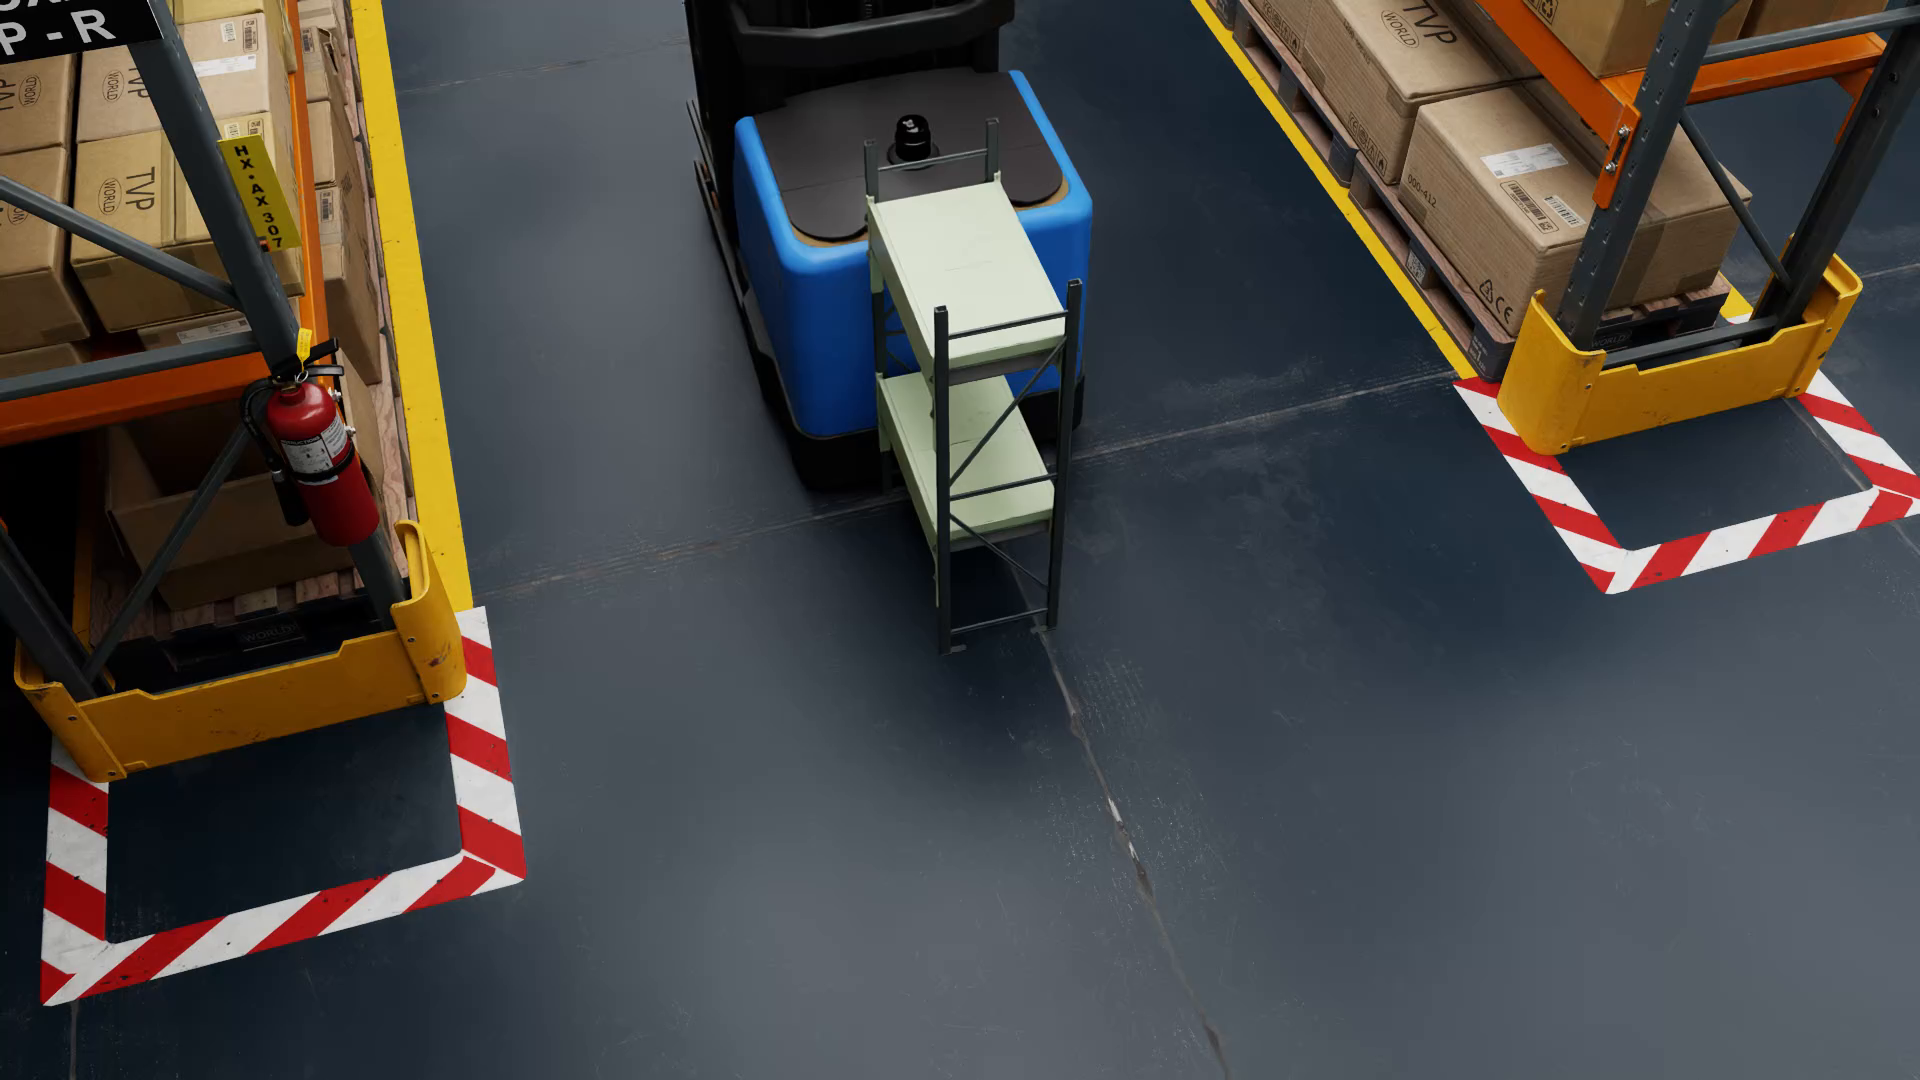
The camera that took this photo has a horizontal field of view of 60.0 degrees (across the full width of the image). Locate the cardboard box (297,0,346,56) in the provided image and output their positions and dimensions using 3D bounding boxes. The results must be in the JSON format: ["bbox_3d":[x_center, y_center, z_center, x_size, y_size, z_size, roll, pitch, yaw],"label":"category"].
[{"bbox_3d":[-2.898,-2.205,7.237,0.380,0.149,0.250,-15,51,-12],"label":"cardboard box"}]

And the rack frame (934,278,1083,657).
[{"bbox_3d":[0.126,-0.153,4.898,0.400,1.500,0.023,-13,51,-11],"label":"rack frame"}]

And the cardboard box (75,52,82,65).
[{"bbox_3d":[-2.844,-1.471,4.932,0.500,0.250,0.500,-12,51,-10],"label":"cardboard box"}]

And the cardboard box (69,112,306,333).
[{"bbox_3d":[-2.038,-0.848,4.406,0.500,0.250,0.500,-13,51,-11],"label":"cardboard box"}]

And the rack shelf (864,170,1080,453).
[{"bbox_3d":[0.022,-0.673,4.826,0.431,0.370,0.720,-13,51,-11],"label":"rack shelf"}]

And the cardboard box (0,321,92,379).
[{"bbox_3d":[-2.515,-0.508,4.381,0.380,0.149,0.250,-14,51,-11],"label":"cardboard box"}]

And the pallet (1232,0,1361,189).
[{"bbox_3d":[1.911,-2.090,7.374,1.003,0.211,1.213,-13,51,-11],"label":"pallet"}]

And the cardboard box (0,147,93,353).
[{"bbox_3d":[-2.550,-0.731,4.308,0.500,0.250,0.500,-12,51,-10],"label":"cardboard box"}]

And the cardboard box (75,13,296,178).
[{"bbox_3d":[-2.187,-1.216,4.717,0.500,0.250,0.500,-13,51,-11],"label":"cardboard box"}]

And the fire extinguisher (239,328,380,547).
[{"bbox_3d":[-1.676,-0.260,4.301,0.296,0.674,0.183,-13,51,-11],"label":"fire extinguisher"}]

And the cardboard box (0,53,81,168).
[{"bbox_3d":[-2.702,-1.108,4.626,0.500,0.250,0.500,-13,51,-11],"label":"cardboard box"}]

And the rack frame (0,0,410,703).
[{"bbox_3d":[-2.161,-0.408,4.132,1.000,3.000,0.127,-13,51,-11],"label":"rack frame"}]

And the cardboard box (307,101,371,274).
[{"bbox_3d":[-2.528,-1.247,6.200,0.500,0.500,0.500,-12,51,-10],"label":"cardboard box"}]

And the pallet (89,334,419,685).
[{"bbox_3d":[-2.420,-0.146,5.736,1.003,0.211,1.213,-13,51,-11],"label":"pallet"}]

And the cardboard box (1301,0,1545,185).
[{"bbox_3d":[2.010,-1.968,6.848,0.875,0.438,0.875,-12,51,-10],"label":"cardboard box"}]

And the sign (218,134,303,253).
[{"bbox_3d":[-1.643,-0.810,3.904,0.100,0.325,0.005,-13,51,-11],"label":"sign"}]

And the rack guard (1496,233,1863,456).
[{"bbox_3d":[2.587,-0.709,6.021,1.175,0.500,0.348,-13,51,-11],"label":"rack guard"}]

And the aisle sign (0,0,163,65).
[{"bbox_3d":[-1.860,-1.262,3.152,0.394,0.787,0.004,-13,51,-11],"label":"aisle sign"}]

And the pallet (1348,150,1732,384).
[{"bbox_3d":[2.269,-1.200,6.624,1.003,0.211,1.213,-13,51,-11],"label":"pallet"}]

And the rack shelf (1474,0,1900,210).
[{"bbox_3d":[1.988,-2.762,6.587,1.077,0.370,4.000,-13,51,-11],"label":"rack shelf"}]

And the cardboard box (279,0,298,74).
[{"bbox_3d":[-2.329,-1.581,5.285,0.380,0.149,0.250,-15,51,-12],"label":"cardboard box"}]

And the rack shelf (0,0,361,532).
[{"bbox_3d":[-2.752,-1.637,5.638,1.077,0.370,4.000,-13,51,-11],"label":"rack shelf"}]

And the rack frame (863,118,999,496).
[{"bbox_3d":[-0.081,-0.690,5.350,0.400,1.500,0.023,-13,51,-11],"label":"rack frame"}]

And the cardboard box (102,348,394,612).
[{"bbox_3d":[-2.251,-0.207,5.320,0.797,0.503,0.637,-15,52,-12],"label":"cardboard box"}]

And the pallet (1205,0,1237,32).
[{"bbox_3d":[1.547,-2.982,8.126,1.003,0.211,1.213,-13,51,-11],"label":"pallet"}]

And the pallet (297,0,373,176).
[{"bbox_3d":[-3.142,-1.929,7.238,1.003,0.211,1.213,-13,51,-11],"label":"pallet"}]

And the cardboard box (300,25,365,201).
[{"bbox_3d":[-2.774,-1.597,6.495,0.700,0.500,0.500,-15,52,-12],"label":"cardboard box"}]

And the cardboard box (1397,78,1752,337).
[{"bbox_3d":[2.289,-1.302,6.287,0.875,0.438,0.875,-15,51,-12],"label":"cardboard box"}]

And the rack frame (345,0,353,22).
[{"bbox_3d":[-3.344,-3.329,6.595,1.000,3.000,0.127,-13,51,-11],"label":"rack frame"}]

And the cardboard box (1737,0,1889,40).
[{"bbox_3d":[2.712,-1.980,5.392,0.500,0.500,0.500,-14,51,-11],"label":"cardboard box"}]

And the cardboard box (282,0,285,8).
[{"bbox_3d":[-2.427,-1.769,5.443,0.380,0.149,0.250,-12,51,-10],"label":"cardboard box"}]

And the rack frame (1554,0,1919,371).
[{"bbox_3d":[2.580,-1.533,5.080,1.000,3.000,0.127,-13,51,-11],"label":"rack frame"}]

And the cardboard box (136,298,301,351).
[{"bbox_3d":[-1.996,-0.629,4.483,0.380,0.149,0.250,-14,51,-11],"label":"cardboard box"}]

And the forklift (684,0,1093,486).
[{"bbox_3d":[-0.467,-2.289,5.763,1.130,2.935,3.031,-13,51,-11],"label":"forklift"}]

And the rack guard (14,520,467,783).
[{"bbox_3d":[-2.183,0.342,5.134,1.175,0.500,0.348,-13,51,-11],"label":"rack guard"}]

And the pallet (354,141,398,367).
[{"bbox_3d":[-2.777,-1.036,6.485,1.003,0.211,1.213,-13,51,-11],"label":"pallet"}]

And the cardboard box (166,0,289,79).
[{"bbox_3d":[-2.340,-1.585,5.028,0.500,0.250,0.500,-14,51,-12],"label":"cardboard box"}]

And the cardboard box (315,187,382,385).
[{"bbox_3d":[-2.467,-0.839,5.855,0.700,0.500,0.500,-11,51,-9],"label":"cardboard box"}]

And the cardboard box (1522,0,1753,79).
[{"bbox_3d":[2.184,-1.857,5.289,0.500,0.500,0.500,-13,51,-11],"label":"cardboard box"}]

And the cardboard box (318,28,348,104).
[{"bbox_3d":[-2.793,-1.982,6.973,0.396,0.266,0.258,-12,51,-10],"label":"cardboard box"}]

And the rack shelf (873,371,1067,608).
[{"bbox_3d":[0.022,-0.211,5.373,0.431,0.370,0.720,-13,51,-11],"label":"rack shelf"}]

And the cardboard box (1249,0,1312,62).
[{"bbox_3d":[1.745,-2.627,7.404,0.875,0.438,0.875,-15,51,-12],"label":"cardboard box"}]

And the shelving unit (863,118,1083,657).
[{"bbox_3d":[0.022,-0.421,5.124,0.431,1.500,0.755,-13,51,-11],"label":"shelving unit"}]

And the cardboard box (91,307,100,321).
[{"bbox_3d":[-2.532,-0.707,4.549,0.380,0.149,0.250,-12,51,-10],"label":"cardboard box"}]
